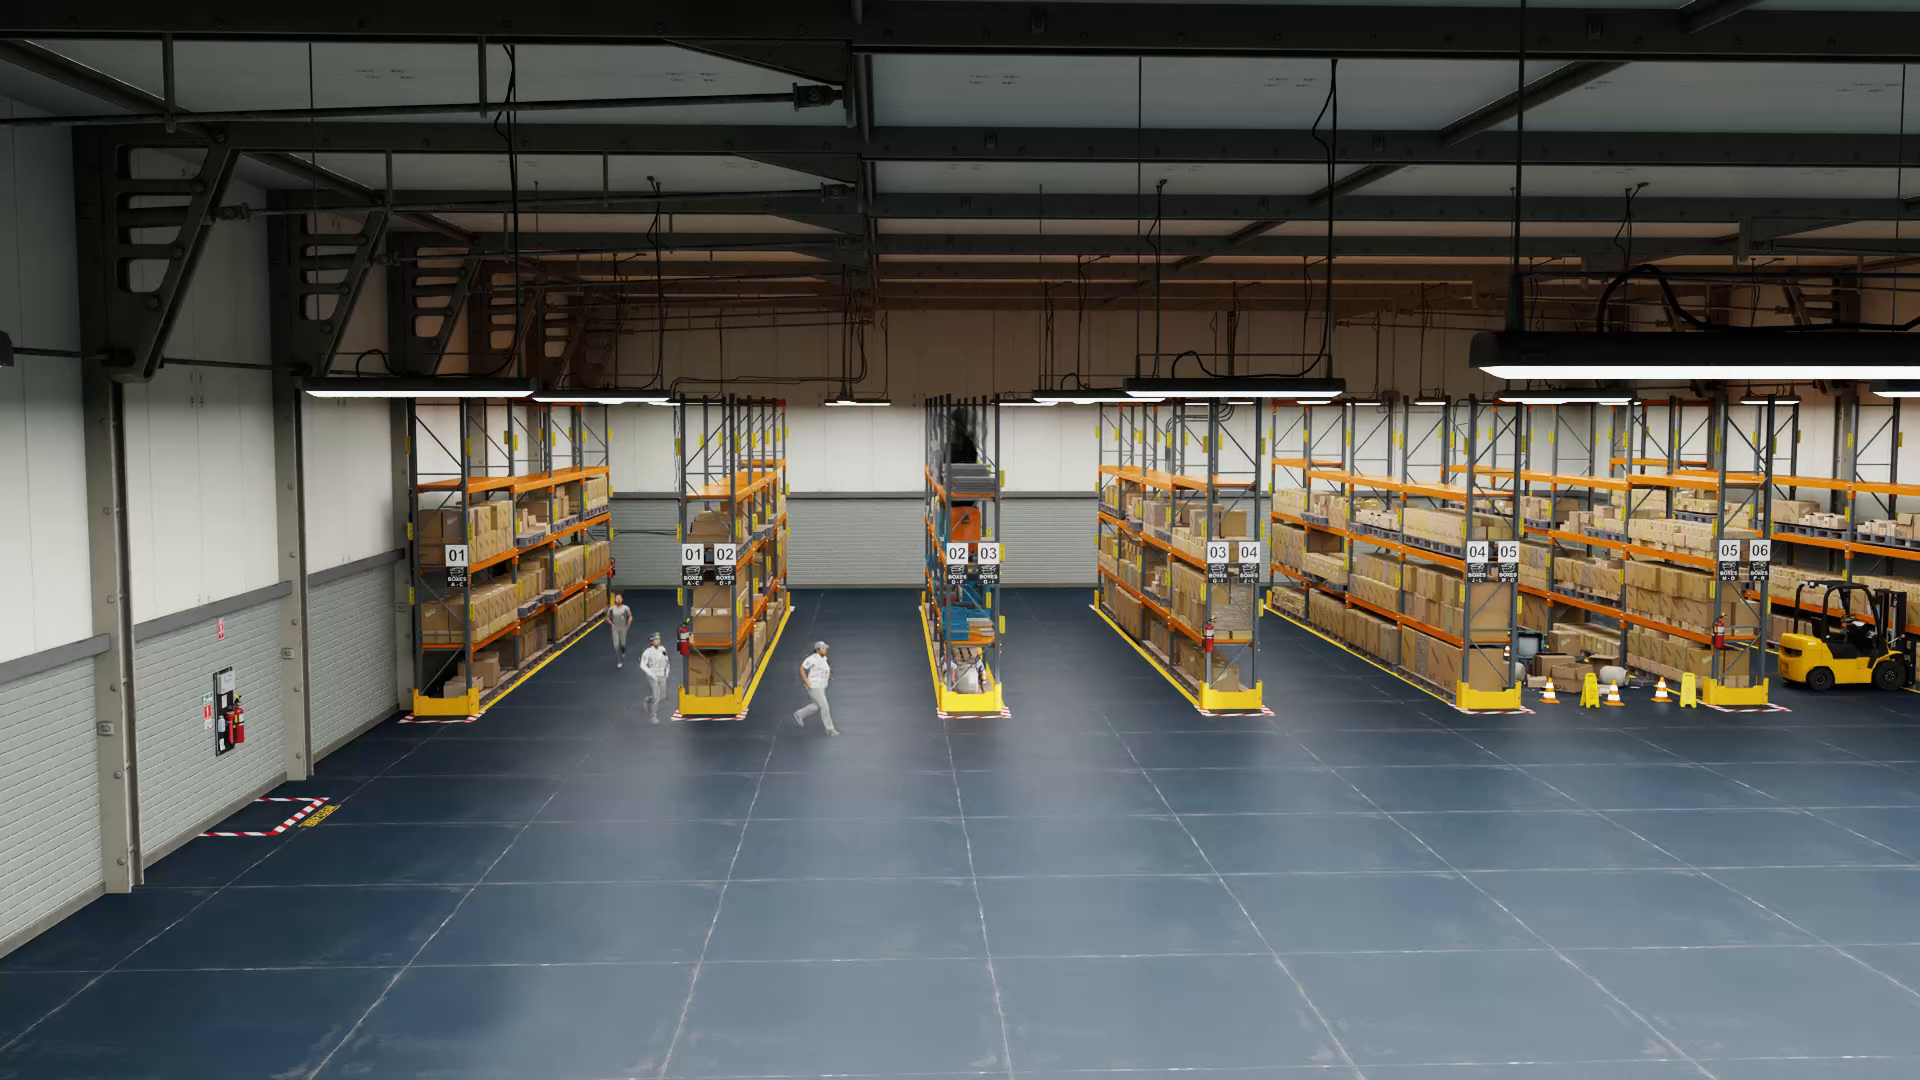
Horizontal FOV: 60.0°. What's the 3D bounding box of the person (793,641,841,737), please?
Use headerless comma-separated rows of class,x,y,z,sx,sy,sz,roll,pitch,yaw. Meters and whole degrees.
person,-2.533,2.599,29.204,0.946,1.668,0.609,2,5,24

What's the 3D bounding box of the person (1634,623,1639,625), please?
person,16.374,1.716,39.744,0.646,1.729,0.671,0,5,-5

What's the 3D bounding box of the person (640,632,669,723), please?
person,-5.586,2.506,30.436,0.640,1.669,0.604,-4,6,-44

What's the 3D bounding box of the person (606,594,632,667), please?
person,-7.575,1.999,36.978,0.565,1.630,0.572,-1,5,-9
